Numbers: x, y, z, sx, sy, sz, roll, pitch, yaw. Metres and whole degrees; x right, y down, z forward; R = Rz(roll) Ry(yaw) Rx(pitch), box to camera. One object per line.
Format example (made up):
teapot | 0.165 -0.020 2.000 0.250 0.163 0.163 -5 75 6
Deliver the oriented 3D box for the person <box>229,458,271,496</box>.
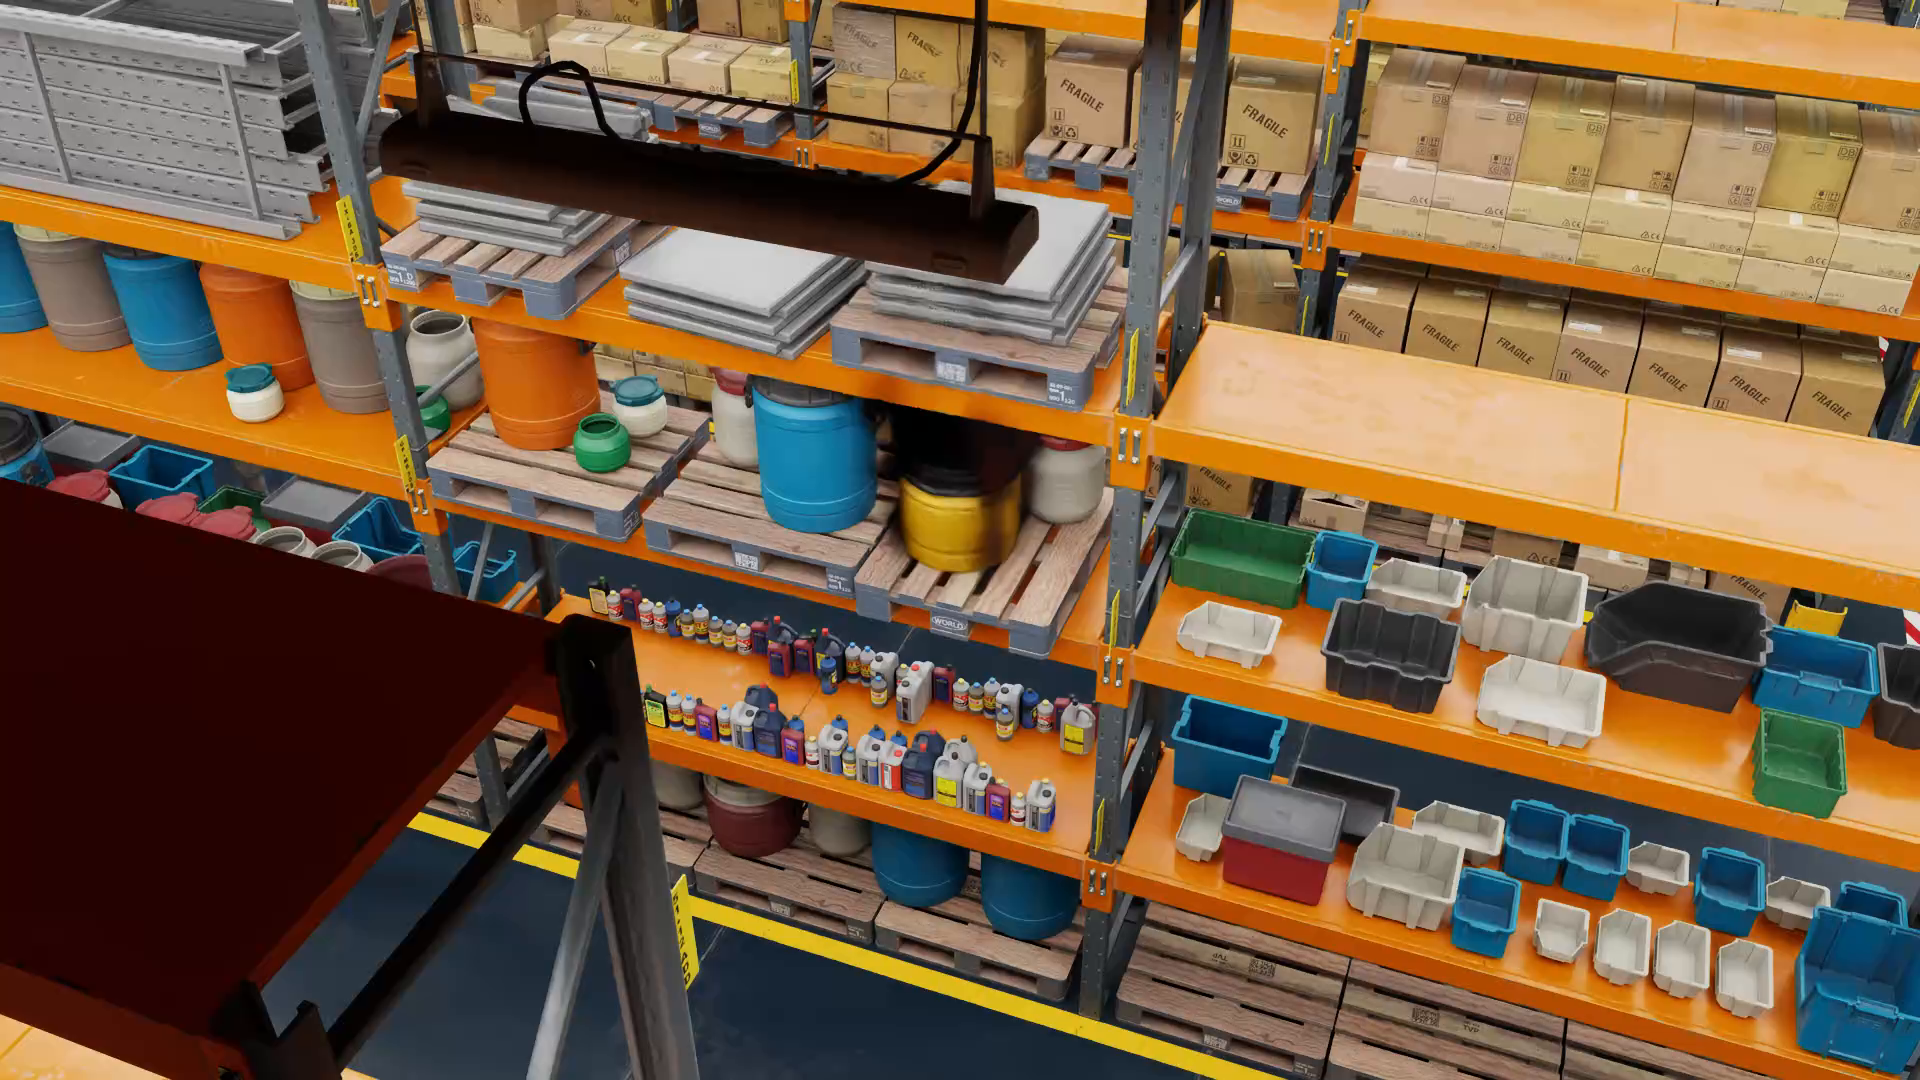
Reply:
person | -5.432 -0.597 12.864 0.815 1.606 0.526 16 40 21
